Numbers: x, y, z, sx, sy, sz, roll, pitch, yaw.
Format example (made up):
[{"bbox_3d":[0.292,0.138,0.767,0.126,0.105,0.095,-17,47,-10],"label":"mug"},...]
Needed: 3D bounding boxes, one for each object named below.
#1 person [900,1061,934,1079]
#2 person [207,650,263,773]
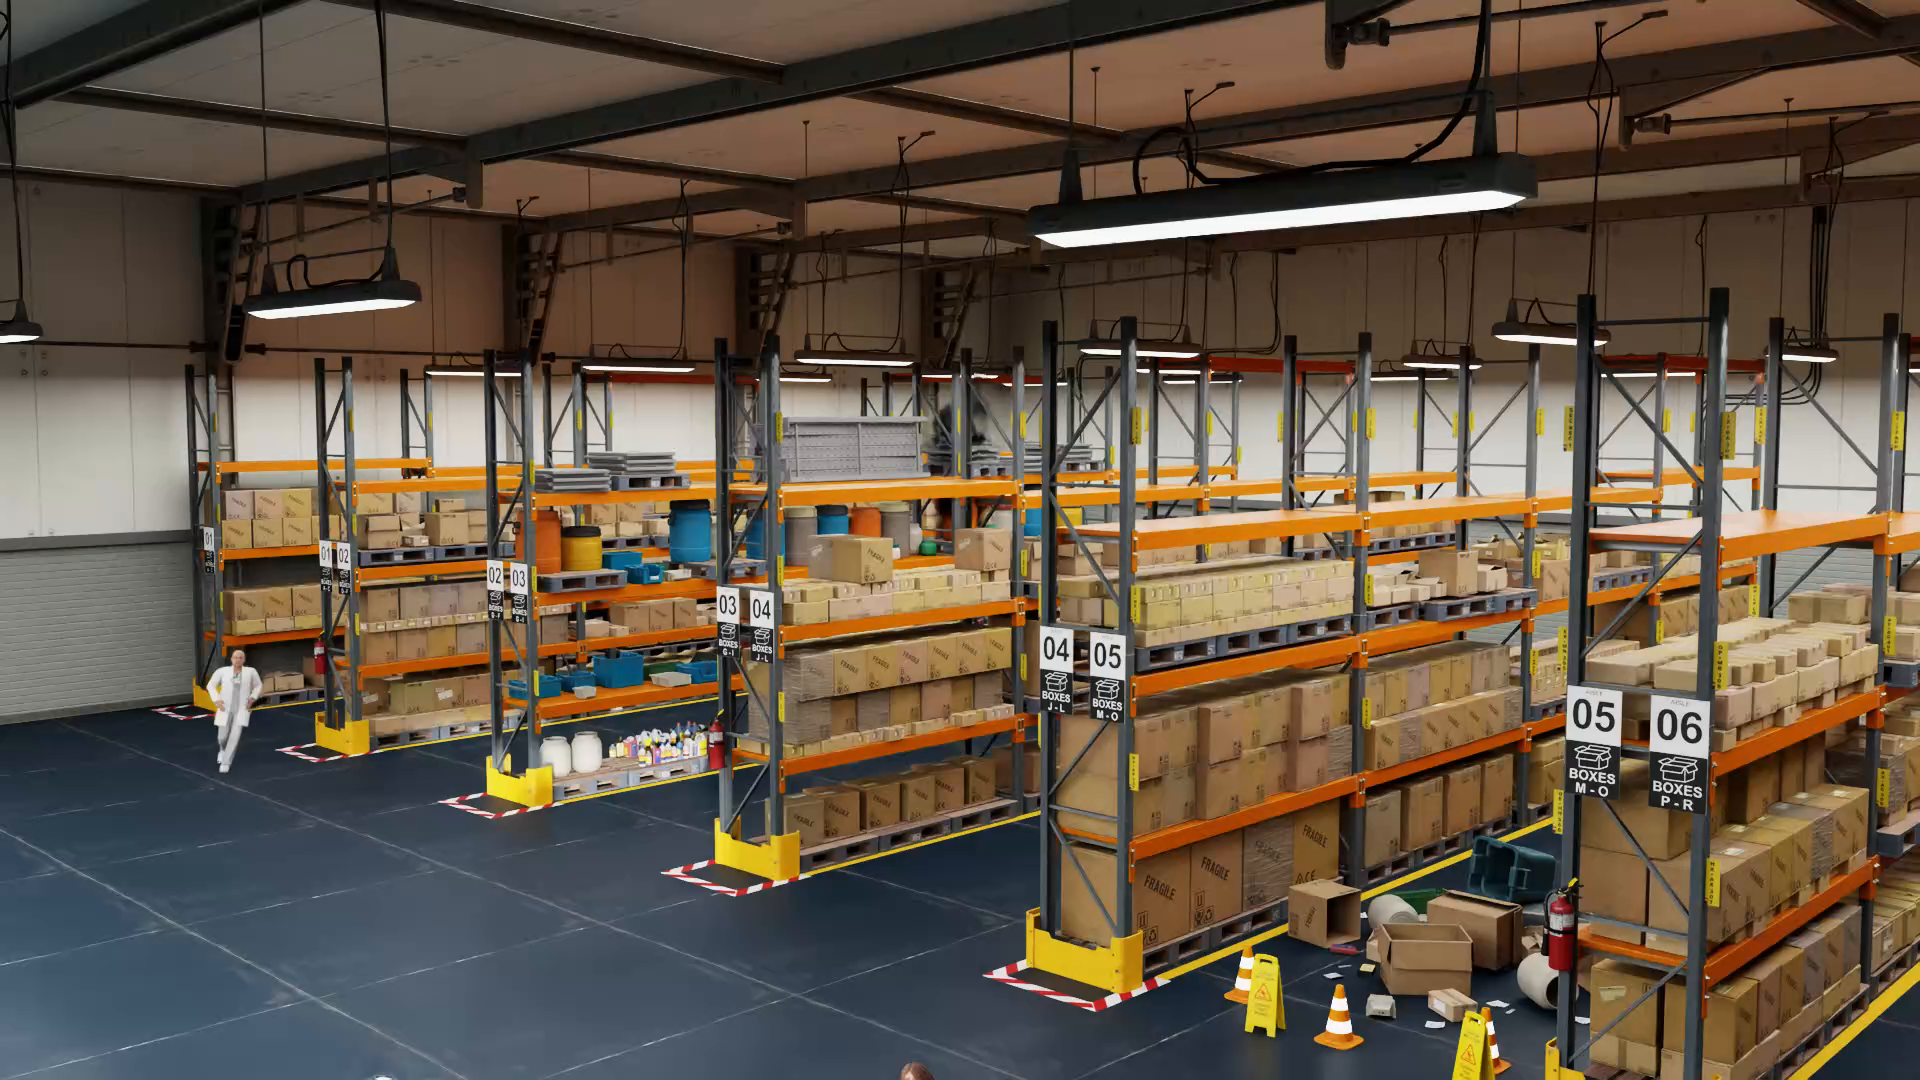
[{"bbox_3d":[-0.208,3.677,9.225,0.552,1.544,0.618,0,4,4],"label":"person"},{"bbox_3d":[-10.520,2.451,24.156,0.745,1.722,0.697,-2,5,-25],"label":"person"}]
